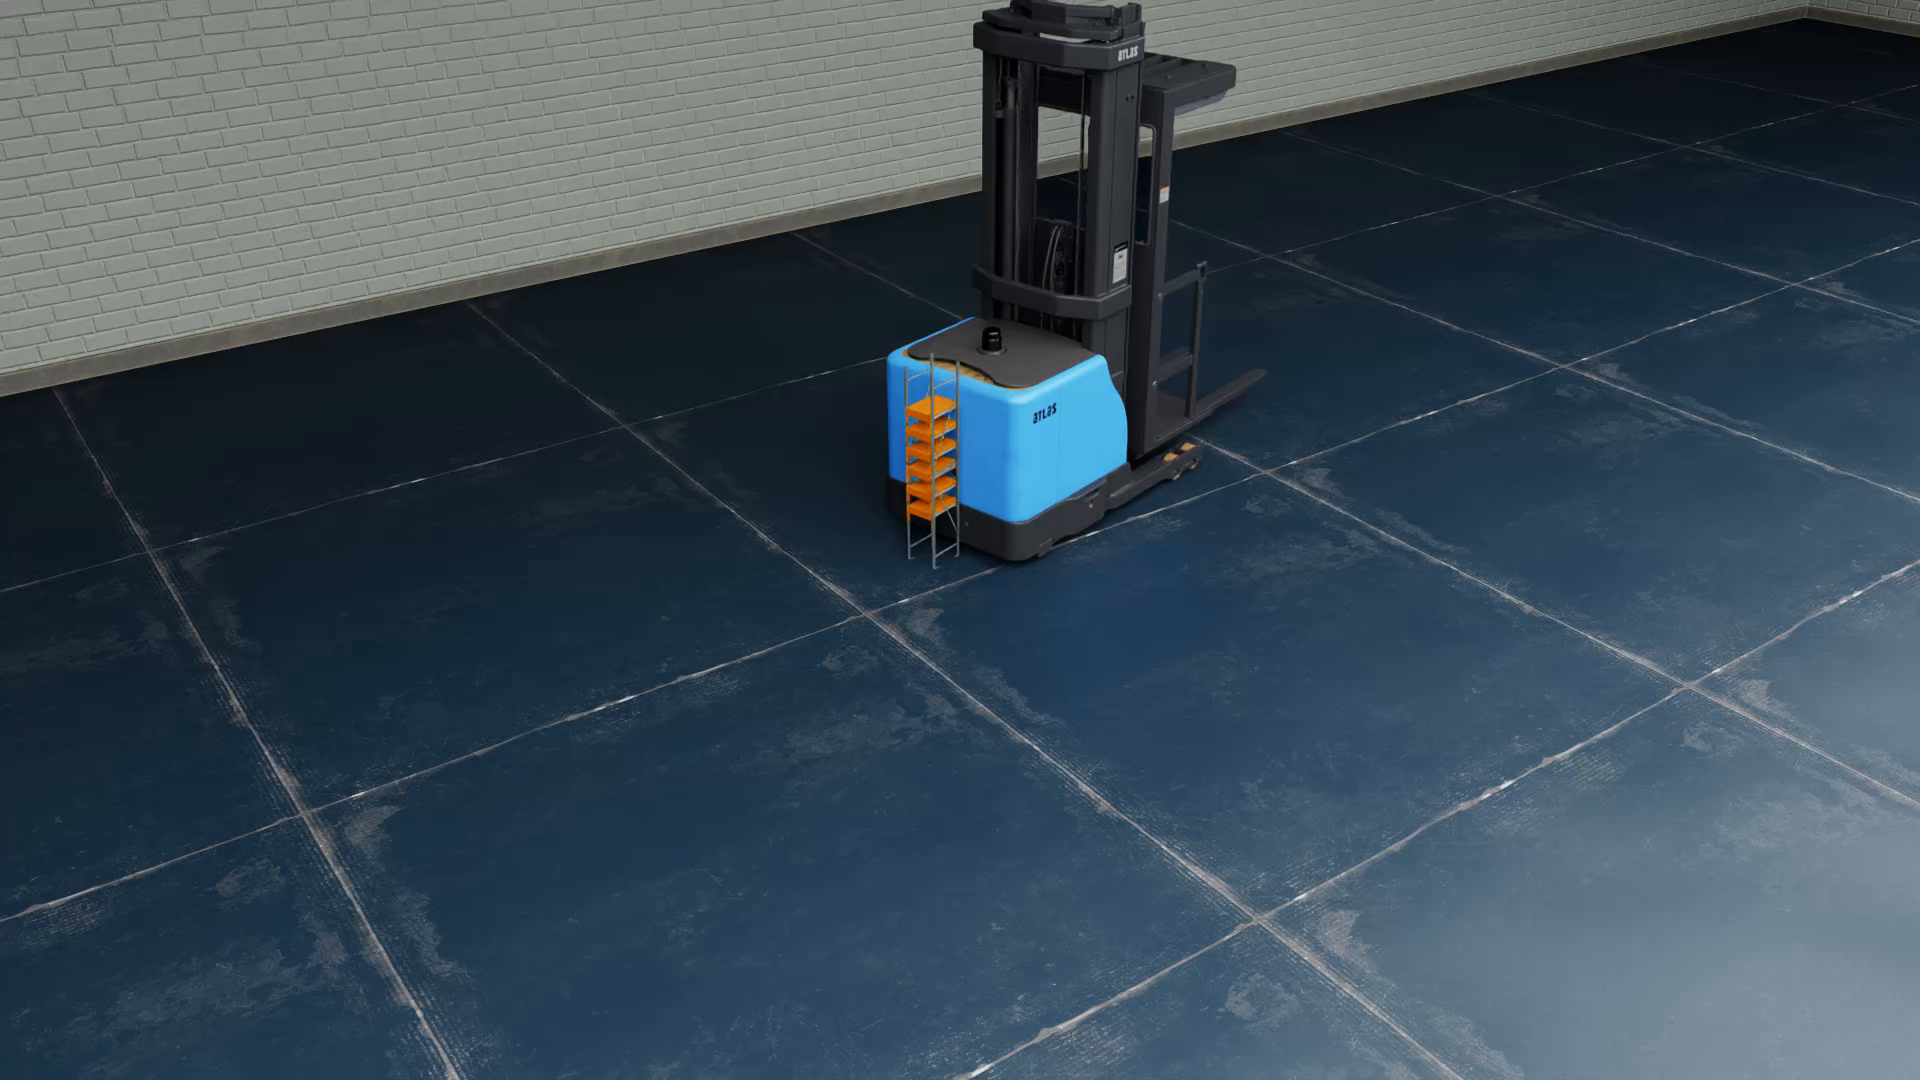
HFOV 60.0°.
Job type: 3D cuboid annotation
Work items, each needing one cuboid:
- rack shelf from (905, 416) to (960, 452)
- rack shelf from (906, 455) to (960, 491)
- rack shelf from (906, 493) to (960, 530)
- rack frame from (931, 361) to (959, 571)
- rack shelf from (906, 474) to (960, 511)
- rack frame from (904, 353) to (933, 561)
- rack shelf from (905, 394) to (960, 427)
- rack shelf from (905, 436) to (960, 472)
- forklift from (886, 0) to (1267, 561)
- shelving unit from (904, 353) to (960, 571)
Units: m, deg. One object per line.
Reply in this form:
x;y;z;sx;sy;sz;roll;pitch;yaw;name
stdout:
-0.152;-0.597;9.182;0.180;0.103;0.258;21;35;33;rack shelf
-0.152;-0.386;9.297;0.180;0.103;0.258;21;35;33;rack shelf
-0.152;-0.175;9.411;0.180;0.103;0.258;21;35;33;rack shelf
-0.080;-0.398;9.226;0.006;1.200;0.240;21;35;33;rack frame
-0.152;-0.281;9.354;0.180;0.103;0.258;21;35;33;rack shelf
-0.223;-0.452;9.325;0.006;1.200;0.240;21;35;33;rack frame
-0.152;-0.702;9.125;0.180;0.103;0.258;21;35;33;rack shelf
-0.152;-0.491;9.239;0.180;0.103;0.258;21;35;33;rack shelf
0.891;-1.801;9.996;1.130;2.935;3.031;22;35;34;forklift
-0.152;-0.425;9.275;0.189;1.200;0.258;21;35;33;shelving unit
